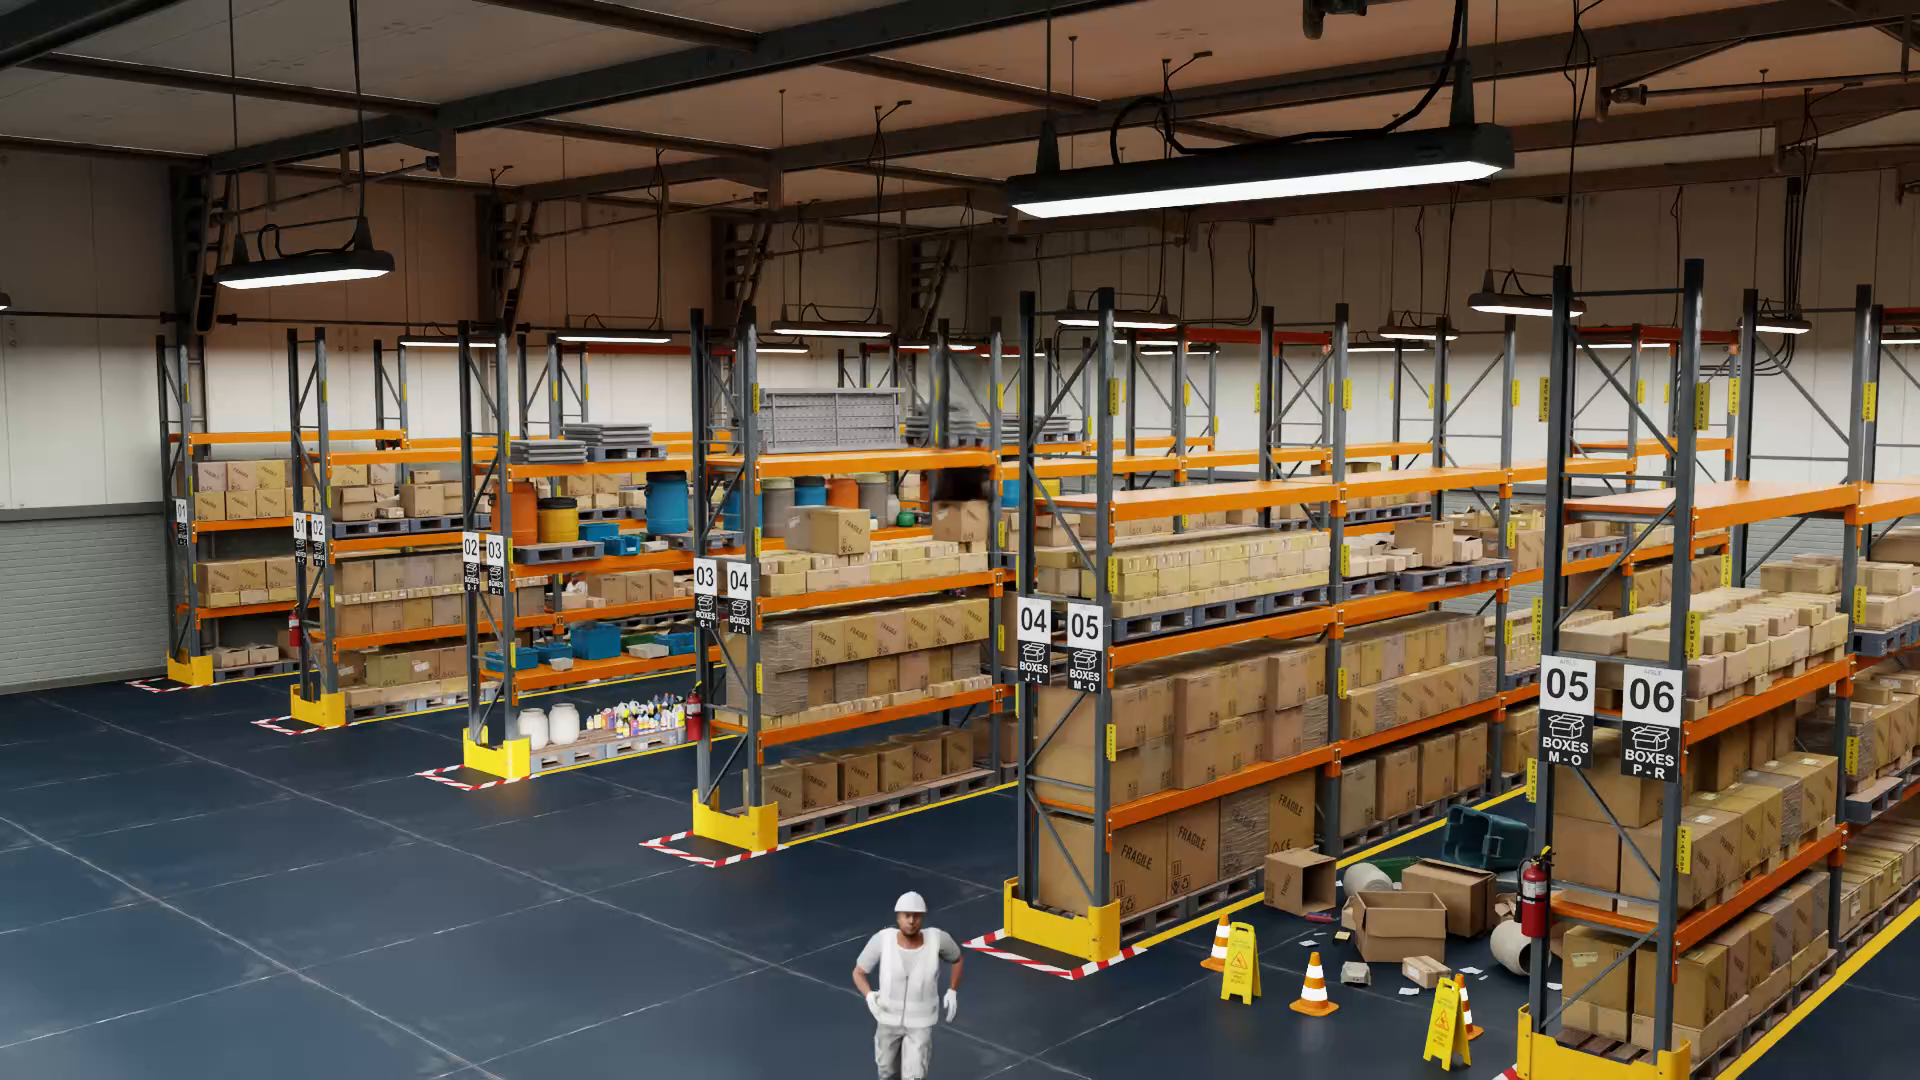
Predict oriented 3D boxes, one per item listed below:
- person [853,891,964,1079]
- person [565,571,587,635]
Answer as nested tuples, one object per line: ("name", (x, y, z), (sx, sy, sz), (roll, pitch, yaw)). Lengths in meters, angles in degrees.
("person", (-0.362, 3.229, 11.101), (0.721, 1.795, 0.946), (1, 5, 7))
("person", (-7.119, 1.395, 31.124), (0.672, 1.790, 0.814), (4, 7, 34))
